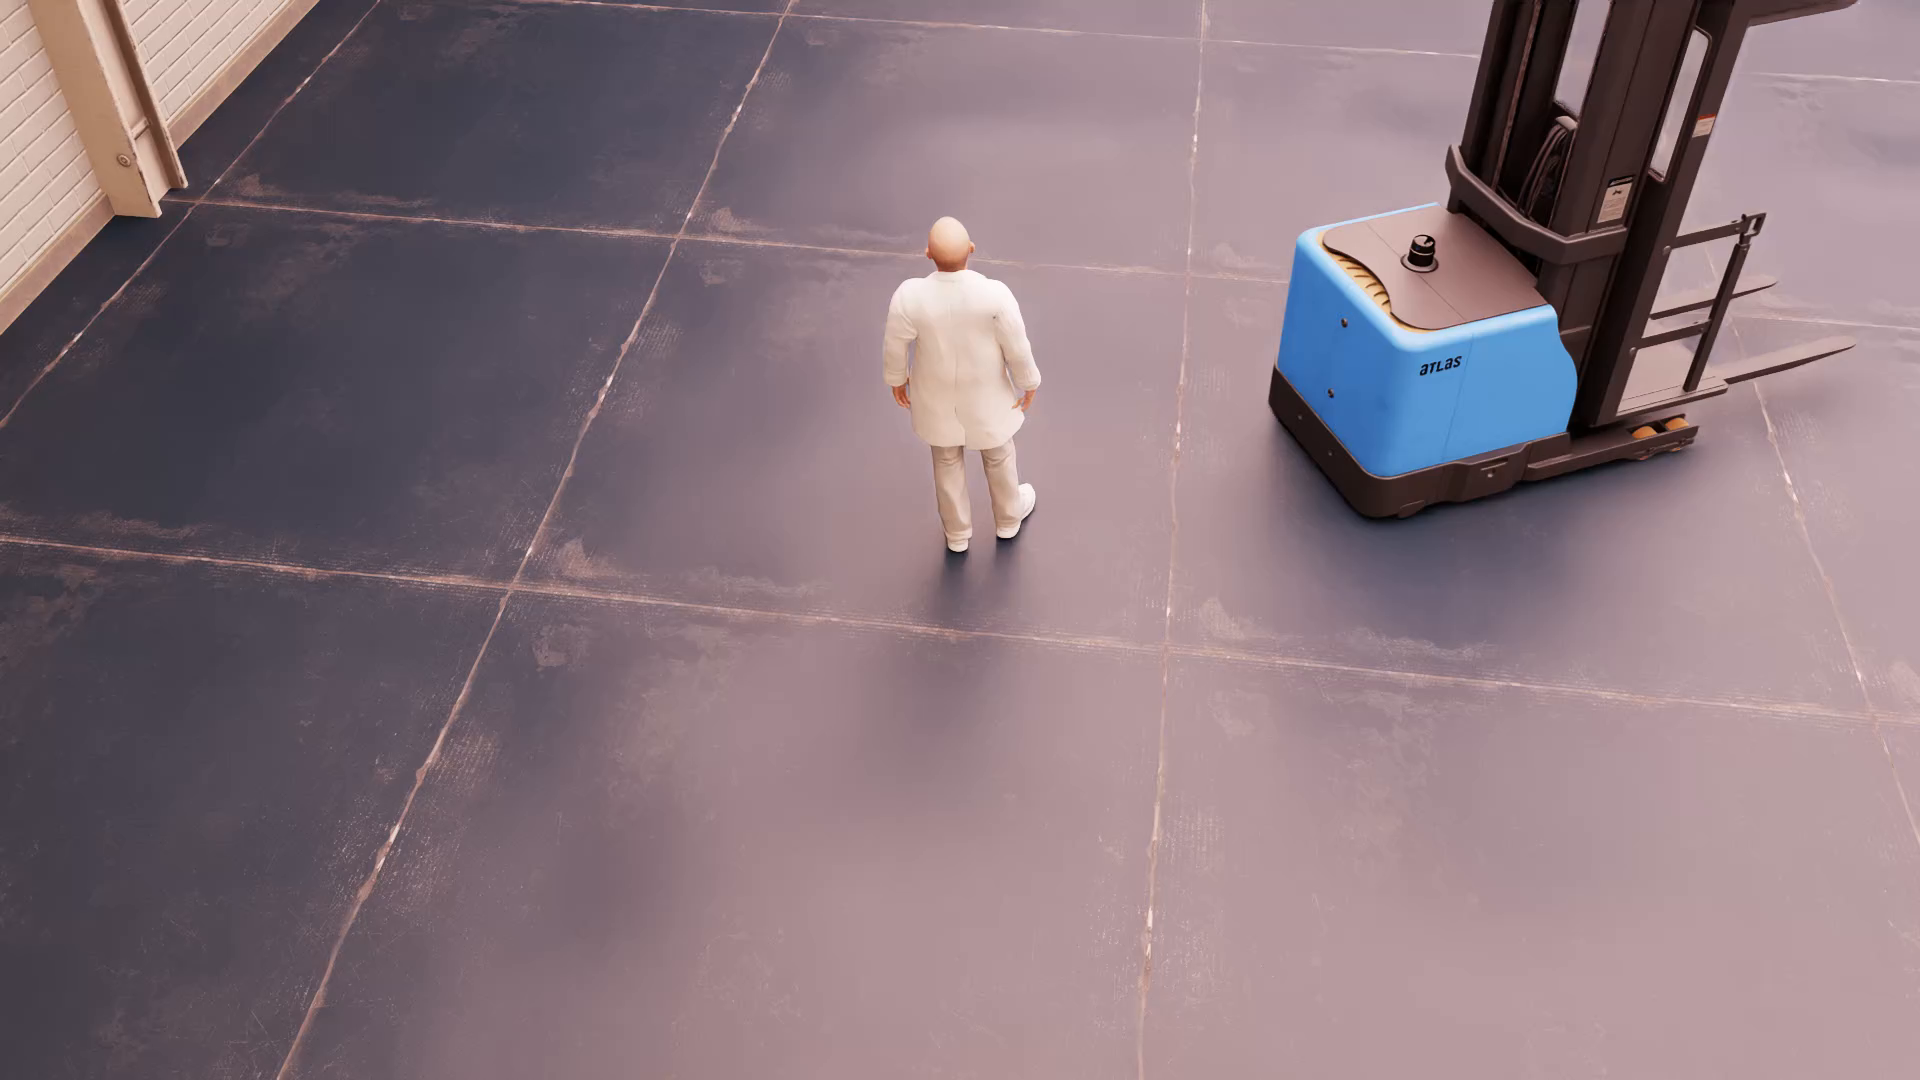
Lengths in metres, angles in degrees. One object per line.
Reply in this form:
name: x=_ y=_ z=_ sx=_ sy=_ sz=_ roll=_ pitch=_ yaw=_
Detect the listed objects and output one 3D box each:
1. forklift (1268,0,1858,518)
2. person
forklift: x=3.158 y=-1.802 z=7.686 sx=3.031 sy=2.935 sz=1.130 roll=-14 pitch=44 yaw=-15
person: x=0.016 y=-0.721 z=7.351 sx=0.696 sy=1.777 sz=0.578 roll=5 pitch=43 yaw=6
